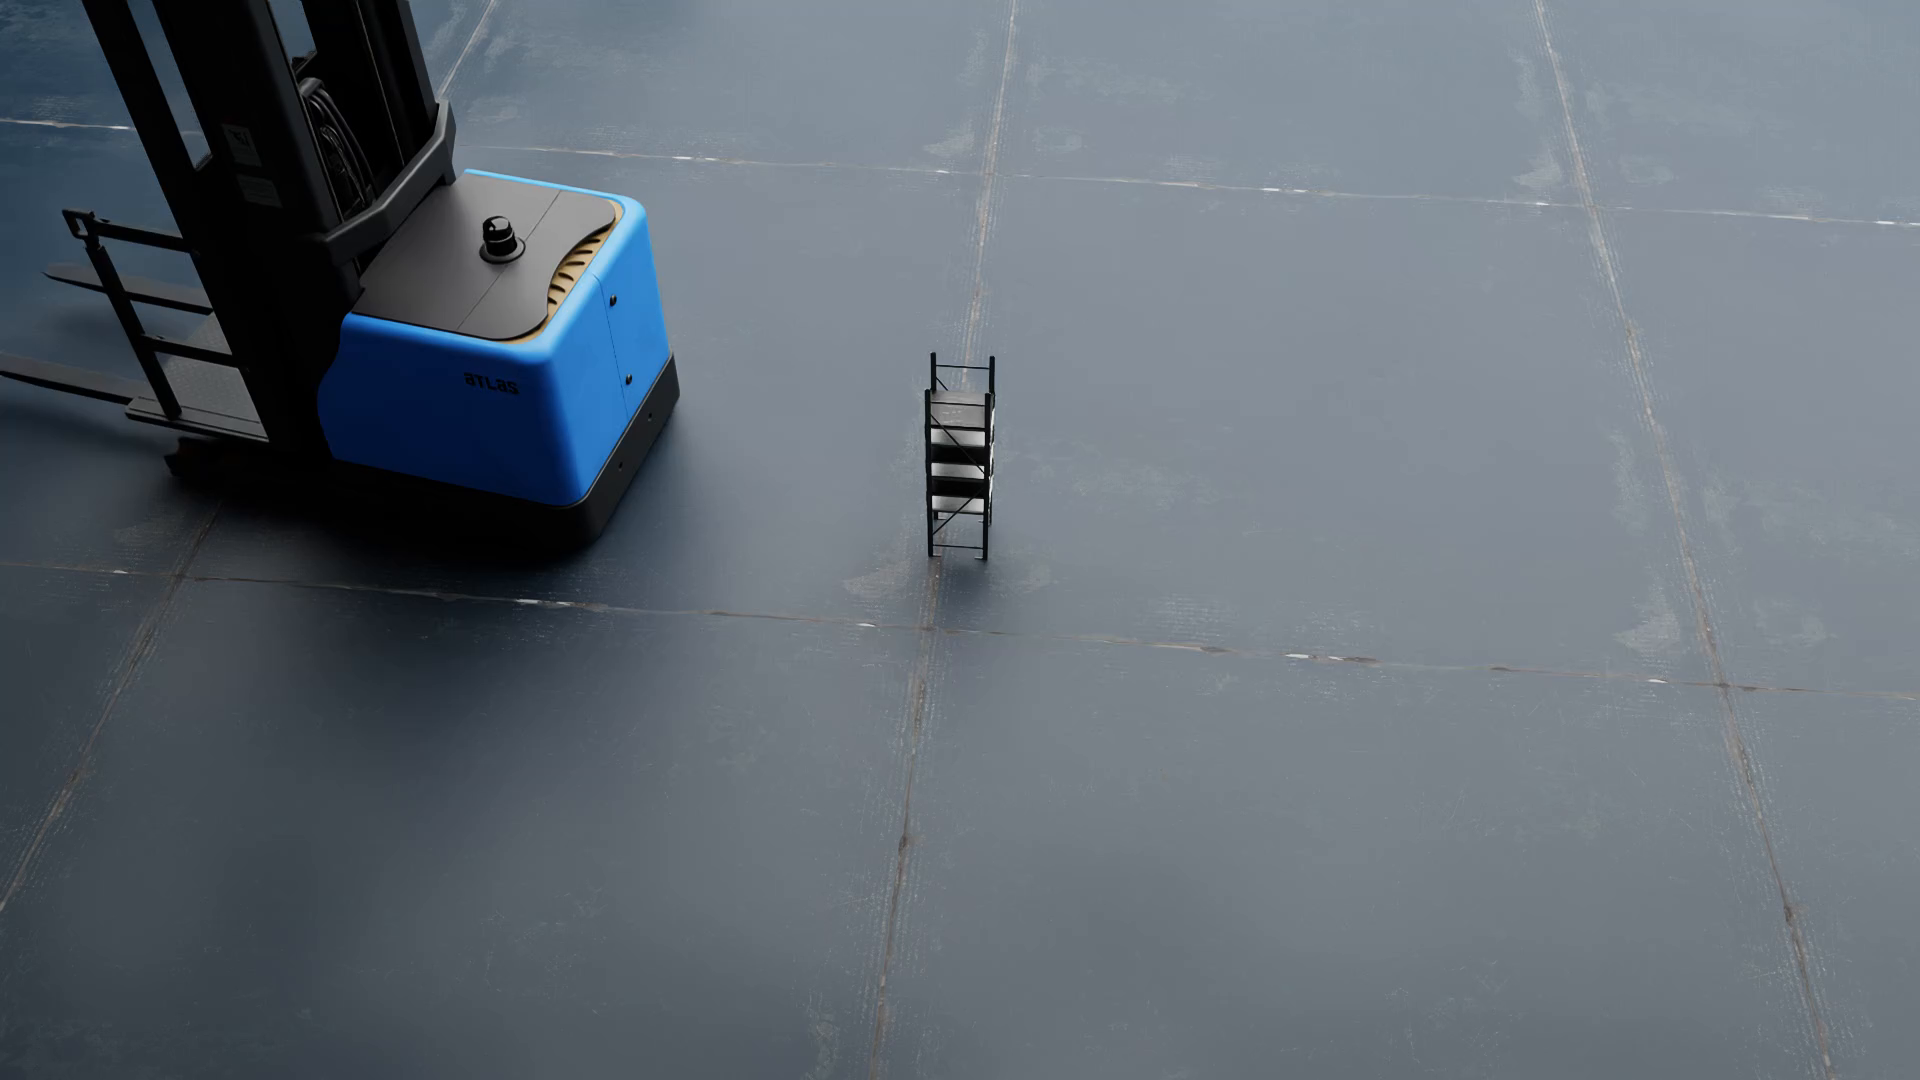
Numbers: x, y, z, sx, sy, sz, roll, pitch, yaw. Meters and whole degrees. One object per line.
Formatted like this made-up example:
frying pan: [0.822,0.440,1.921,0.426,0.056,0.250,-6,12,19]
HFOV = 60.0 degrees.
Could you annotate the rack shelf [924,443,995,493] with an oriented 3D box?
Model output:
rack shelf: [0.001,-0.287,6.448,0.258,0.077,0.200,4,48,4]

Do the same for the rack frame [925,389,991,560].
rack frame: [-0.009,-0.235,6.355,0.240,0.900,0.006,4,48,4]

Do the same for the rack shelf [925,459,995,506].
rack shelf: [0.001,-0.226,6.514,0.258,0.077,0.200,4,48,4]

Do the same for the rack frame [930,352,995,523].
rack frame: [0.010,-0.384,6.492,0.240,0.900,0.006,4,48,4]

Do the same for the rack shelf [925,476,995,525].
rack shelf: [0.001,-0.166,6.581,0.258,0.077,0.200,4,48,4]

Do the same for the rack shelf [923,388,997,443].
rack shelf: [0.001,-0.469,6.249,0.258,0.077,0.200,4,48,4]

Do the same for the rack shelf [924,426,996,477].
rack shelf: [0.001,-0.348,6.382,0.258,0.077,0.200,4,48,4]

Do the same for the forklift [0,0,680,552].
forklift: [-2.793,-1.557,6.188,3.031,2.935,1.130,12,49,11]

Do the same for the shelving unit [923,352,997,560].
shelving unit: [0.001,-0.310,6.423,0.258,0.900,0.210,4,48,4]

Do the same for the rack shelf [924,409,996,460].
rack shelf: [0.001,-0.409,6.315,0.258,0.077,0.200,4,48,4]
